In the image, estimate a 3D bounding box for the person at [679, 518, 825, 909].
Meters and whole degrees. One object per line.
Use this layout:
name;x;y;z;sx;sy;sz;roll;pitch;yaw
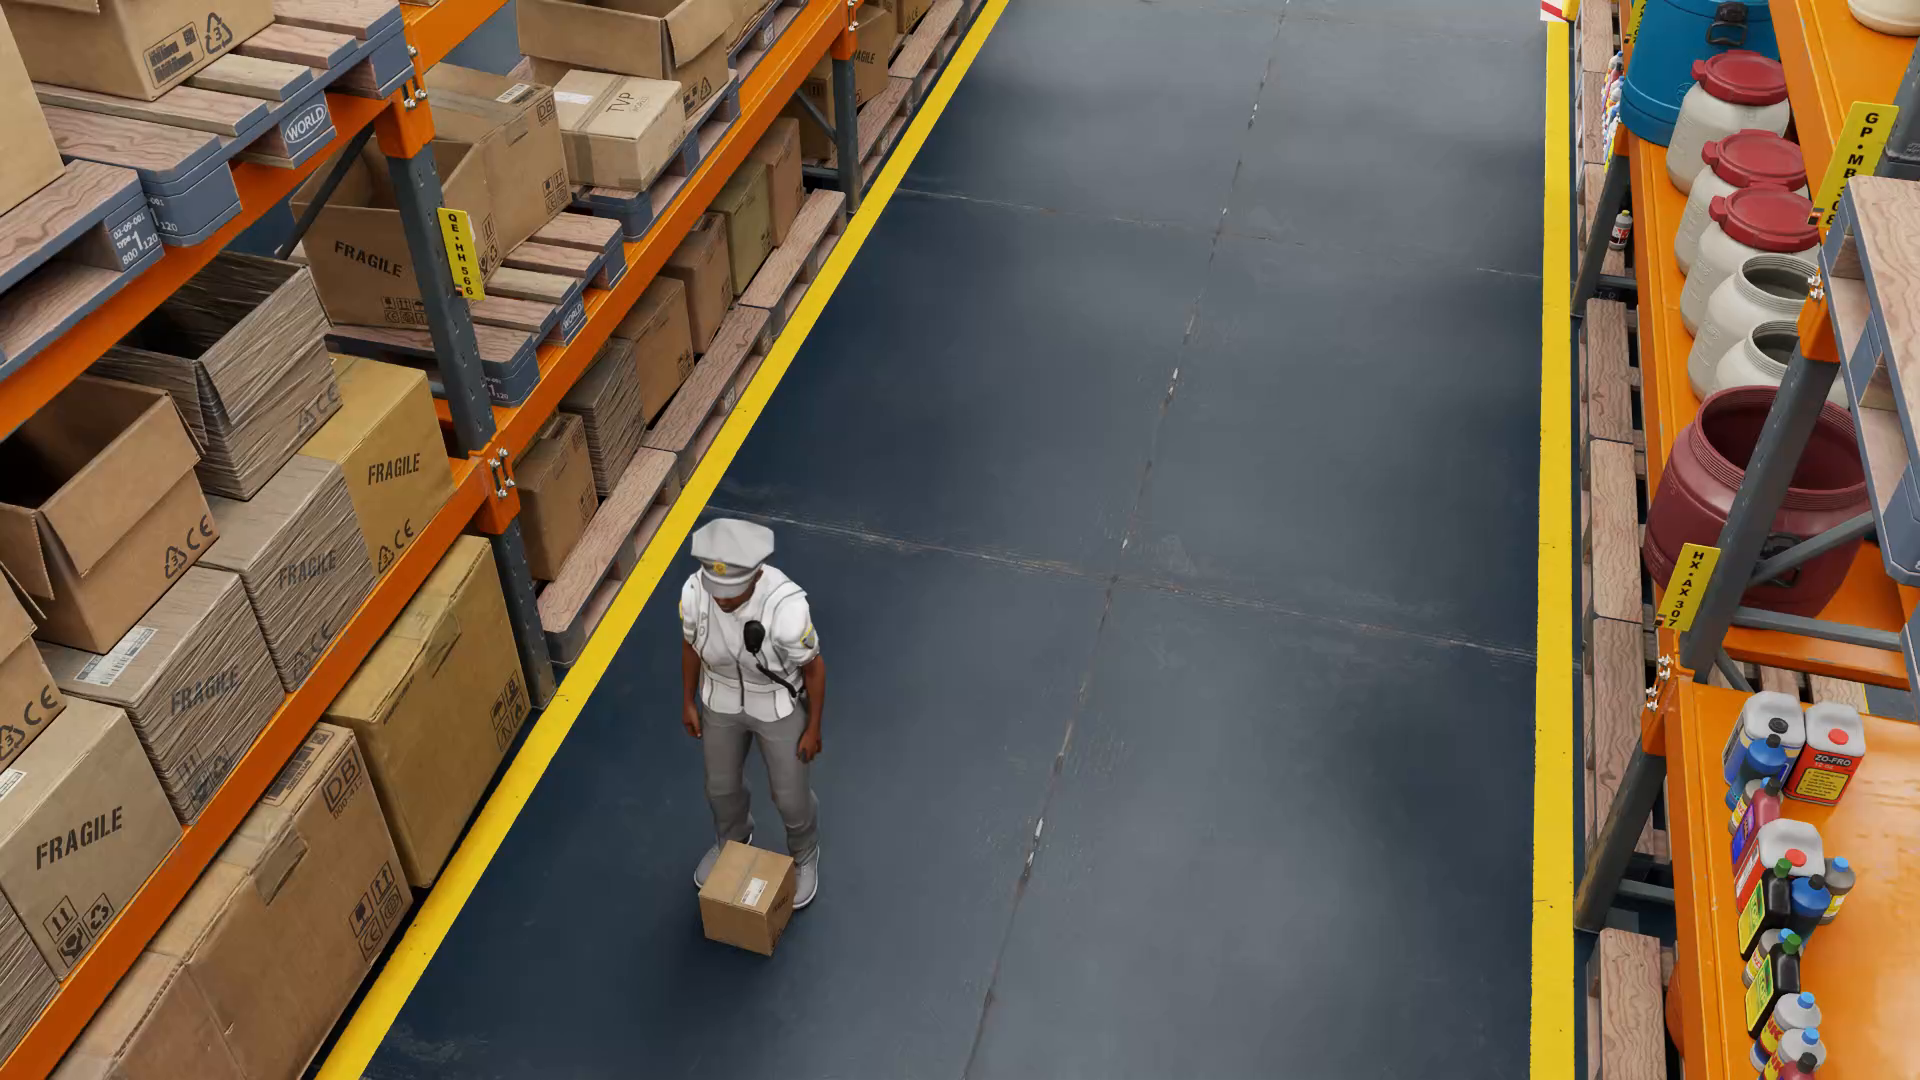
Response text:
person;-0.686;0.568;5.514;0.506;1.655;0.392;10;42;12
